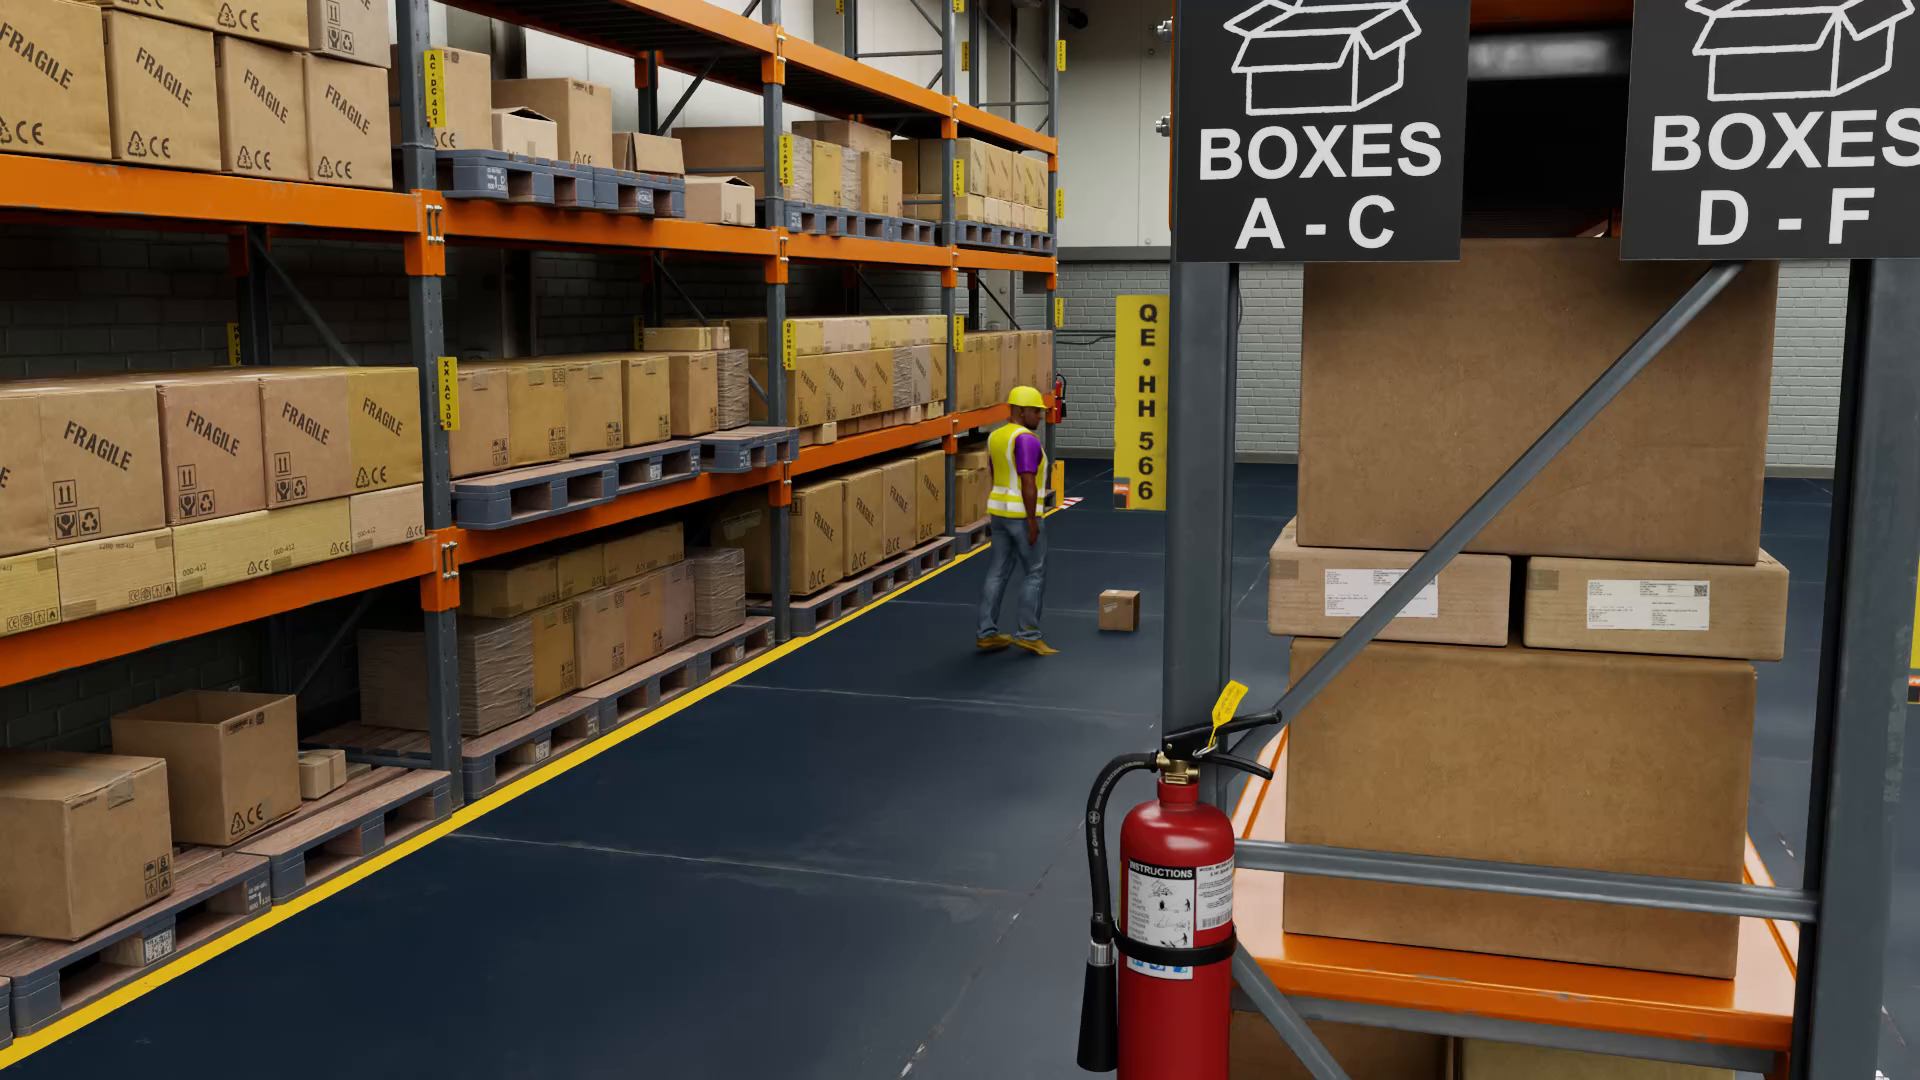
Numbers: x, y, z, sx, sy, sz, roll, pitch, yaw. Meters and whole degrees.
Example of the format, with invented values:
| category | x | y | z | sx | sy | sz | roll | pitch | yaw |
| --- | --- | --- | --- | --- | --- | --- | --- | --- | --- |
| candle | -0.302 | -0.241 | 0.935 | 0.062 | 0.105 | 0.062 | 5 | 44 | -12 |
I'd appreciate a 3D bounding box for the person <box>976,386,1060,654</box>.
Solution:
| category | x | y | z | sx | sy | sz | roll | pitch | yaw |
| --- | --- | --- | --- | --- | --- | --- | --- | --- | --- |
| person | 0.337 | -0.117 | 11.133 | 0.534 | 1.818 | 0.595 | -5 | 10 | -32 |
